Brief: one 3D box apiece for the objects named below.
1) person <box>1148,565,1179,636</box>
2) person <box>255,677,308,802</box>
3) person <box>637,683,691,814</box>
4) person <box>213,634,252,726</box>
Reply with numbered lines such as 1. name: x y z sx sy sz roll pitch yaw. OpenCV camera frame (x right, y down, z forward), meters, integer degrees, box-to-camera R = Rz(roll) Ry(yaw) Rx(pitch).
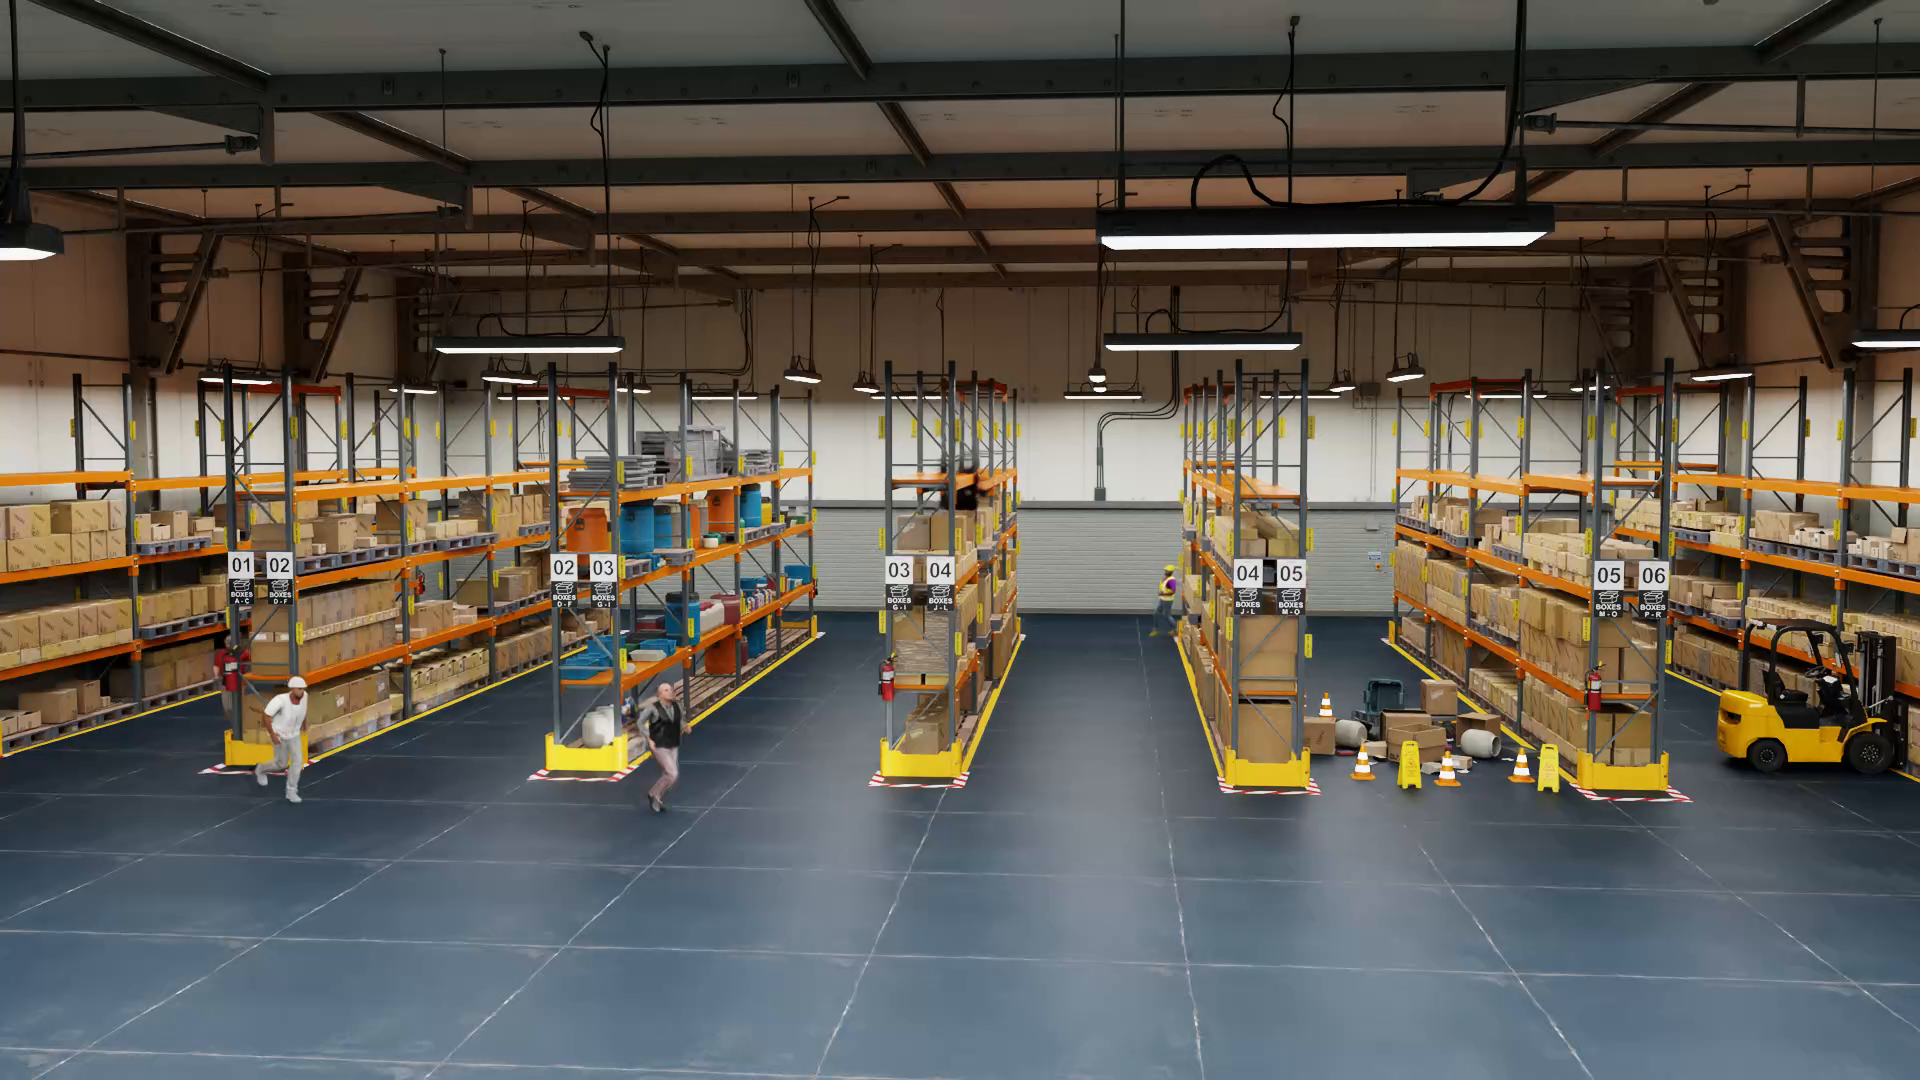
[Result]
1. person: 5.004 1.485 40.294 0.706 1.792 0.735 -1 4 -17
2. person: -9.222 2.688 22.639 0.978 1.708 0.708 2 4 25
3. person: -3.812 2.719 21.741 0.645 1.694 0.639 3 5 37
4. person: -11.791 2.383 26.957 0.684 1.722 0.658 0 4 6
